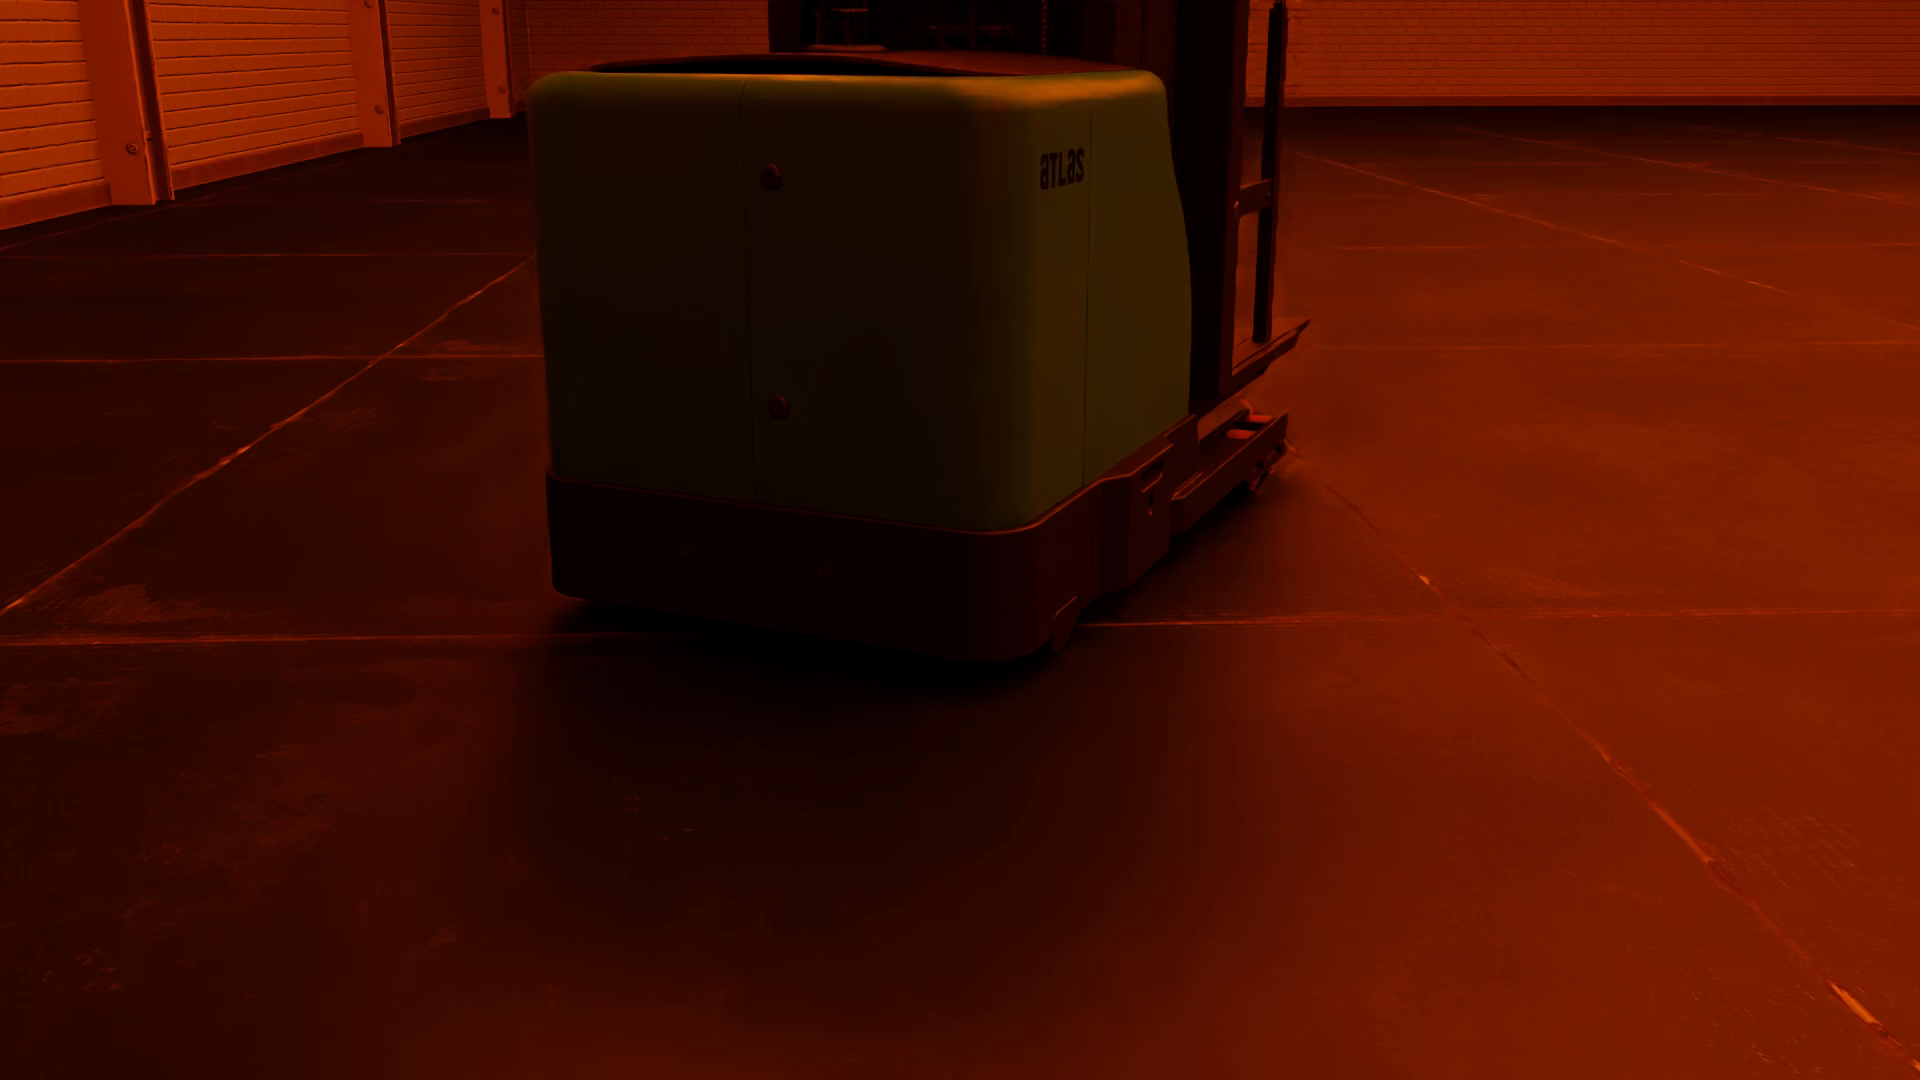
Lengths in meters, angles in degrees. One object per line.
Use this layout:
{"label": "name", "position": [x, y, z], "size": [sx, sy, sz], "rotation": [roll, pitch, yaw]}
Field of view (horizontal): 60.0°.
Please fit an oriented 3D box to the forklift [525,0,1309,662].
{"label": "forklift", "position": [0.240, -1.572, 4.045], "size": [1.130, 2.935, 3.031], "rotation": [8, 19, 23]}
